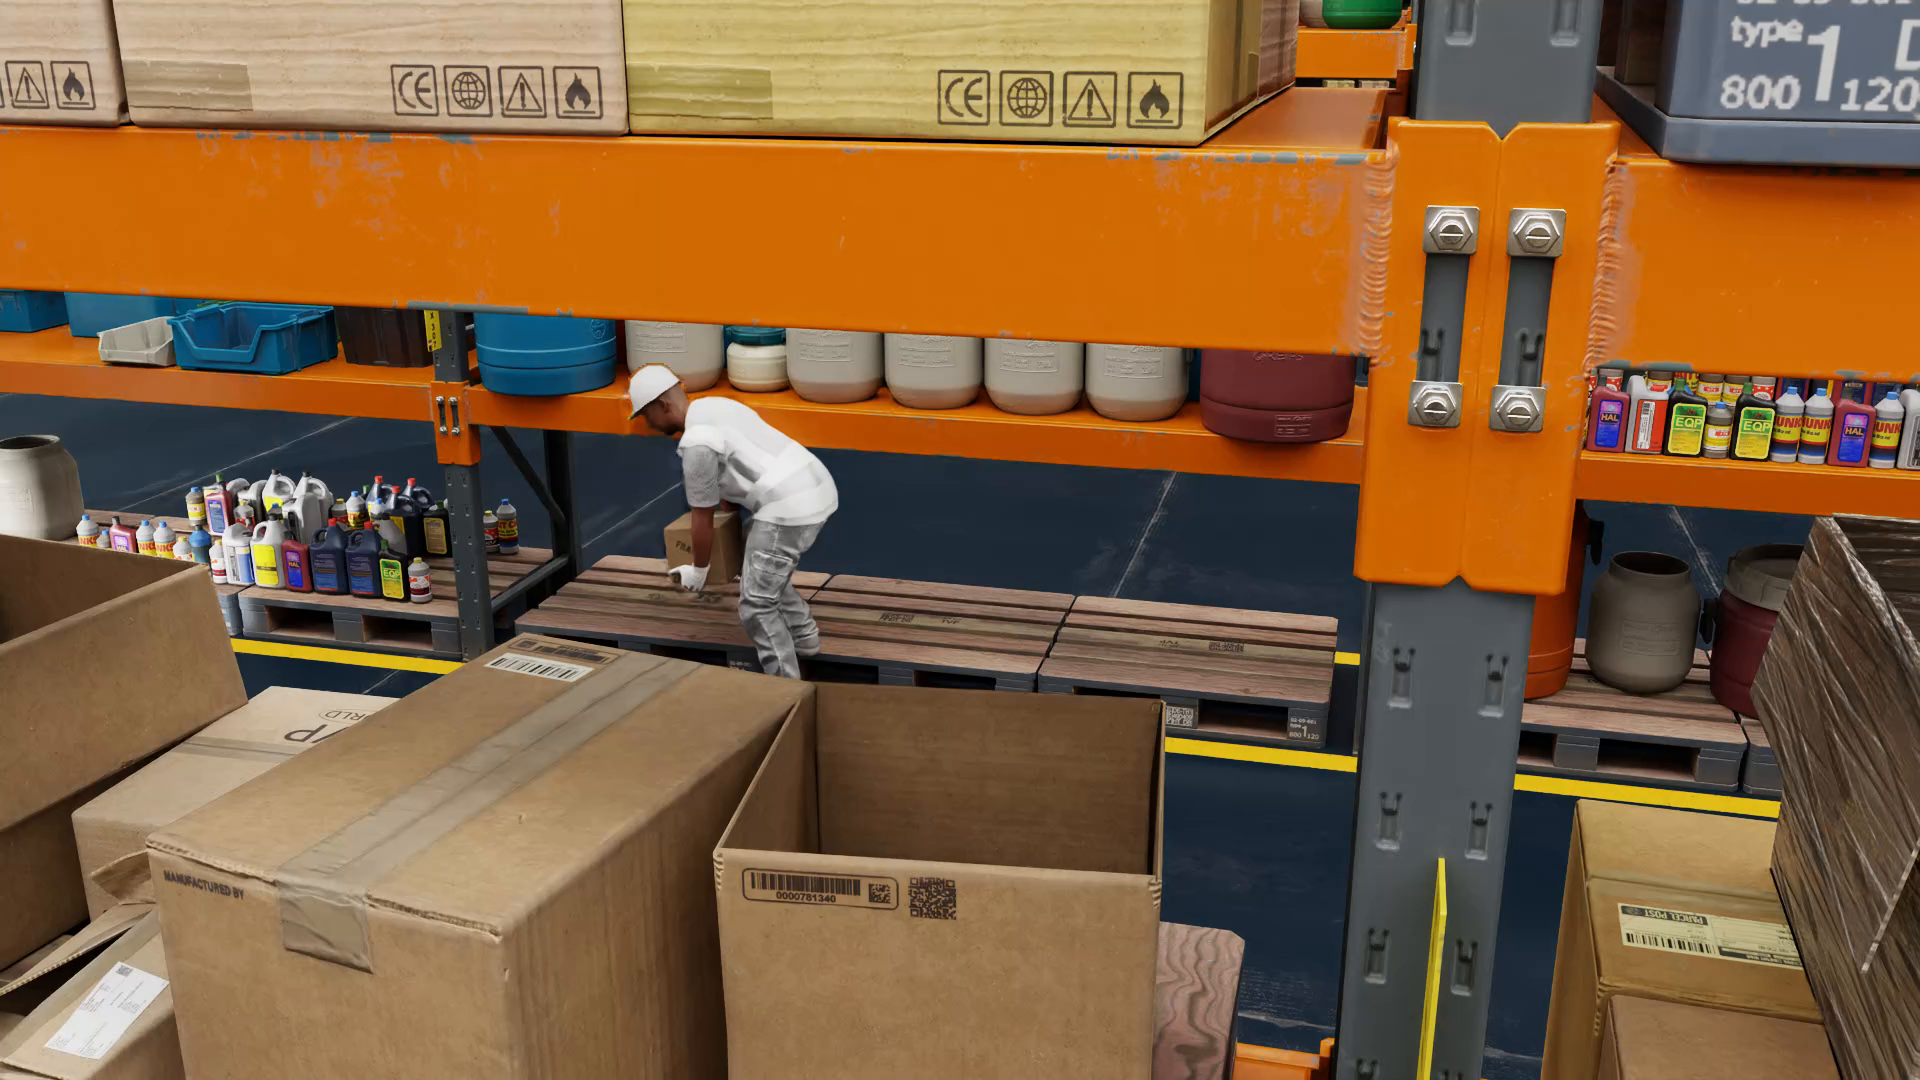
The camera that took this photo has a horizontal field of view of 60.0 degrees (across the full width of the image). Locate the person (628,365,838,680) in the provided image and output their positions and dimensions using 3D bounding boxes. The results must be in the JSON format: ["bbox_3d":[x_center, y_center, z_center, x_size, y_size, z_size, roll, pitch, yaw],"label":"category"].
[{"bbox_3d":[-0.942,0.001,7.013,0.862,1.474,0.505,4,19,13],"label":"person"}]
